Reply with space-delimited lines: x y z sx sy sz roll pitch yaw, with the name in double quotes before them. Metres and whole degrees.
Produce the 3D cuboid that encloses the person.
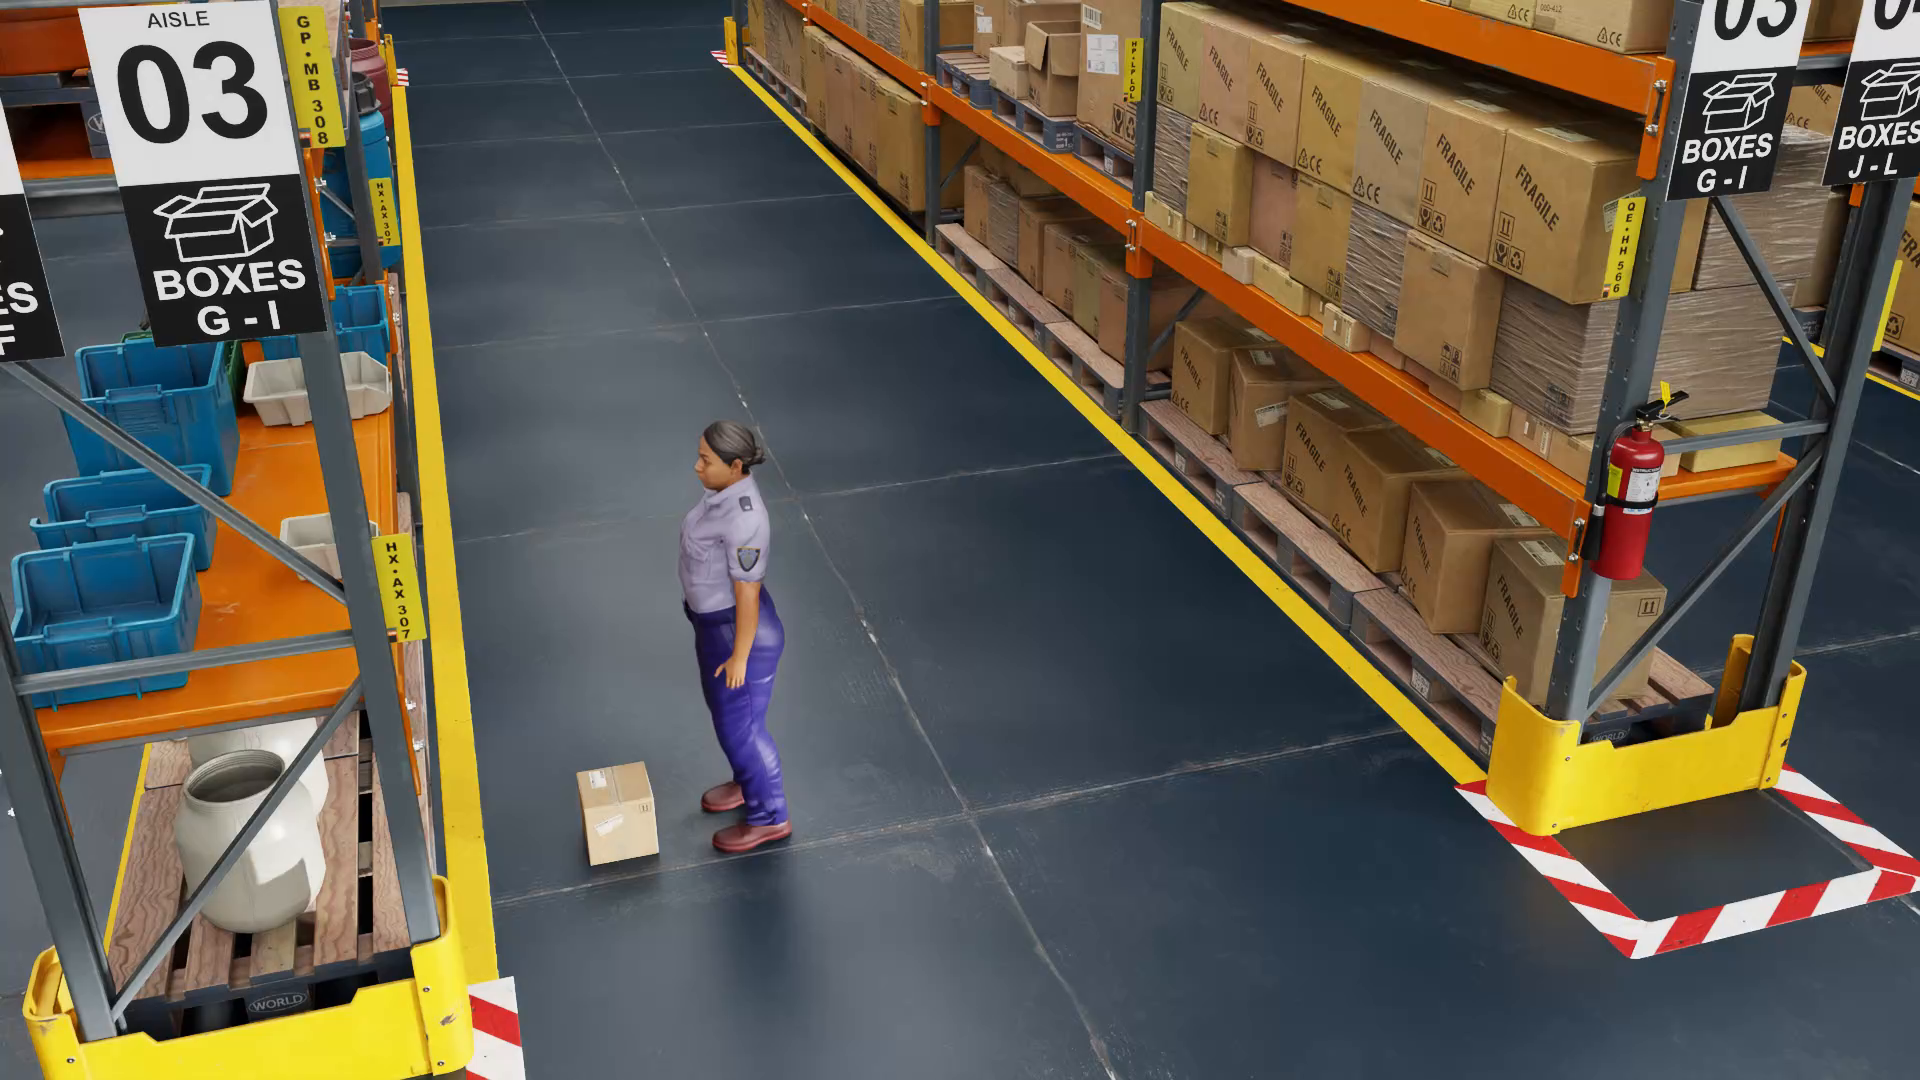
"person" -0.812 0.336 5.964 0.343 1.646 0.467 -8 27 -15
